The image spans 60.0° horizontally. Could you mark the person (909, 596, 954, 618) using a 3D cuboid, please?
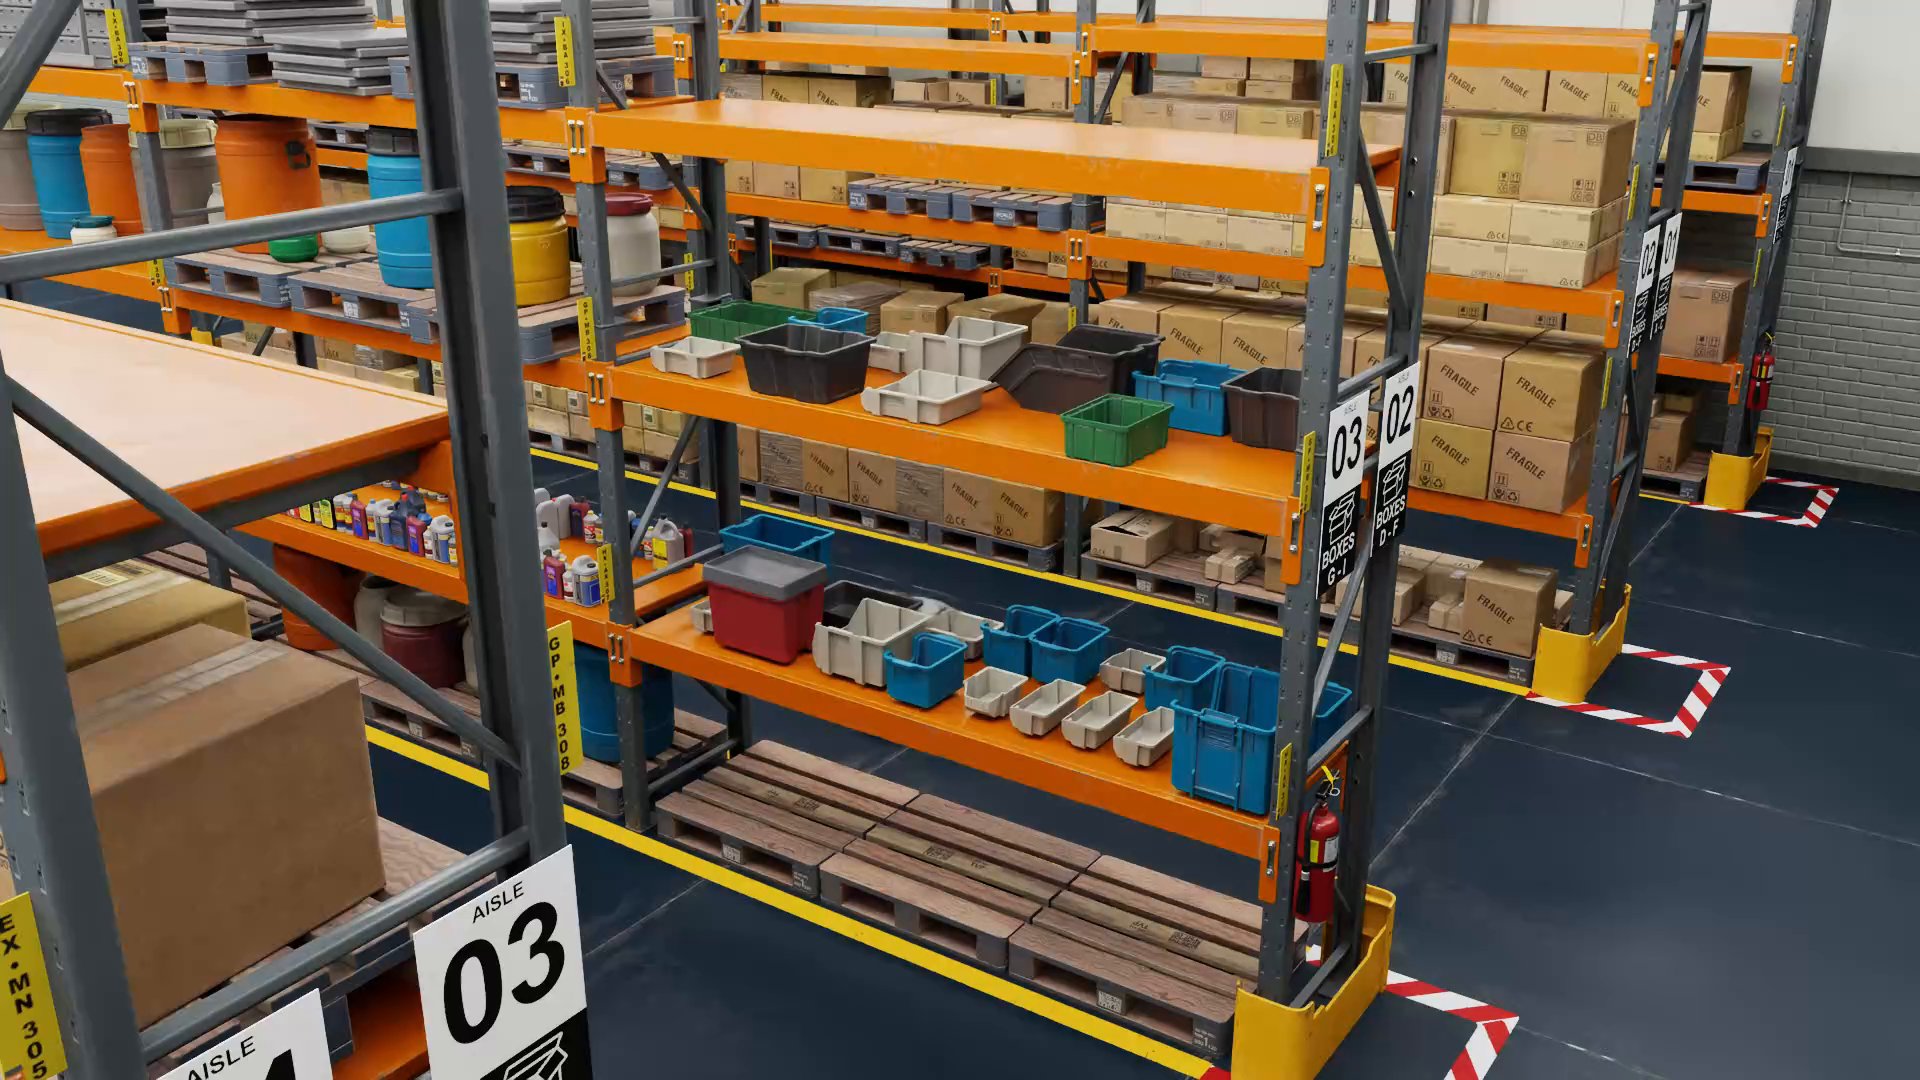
[{"bbox_3d":[-0.257,0.720,11.100,0.445,0.928,0.787,13,24,32],"label":"person"}]
